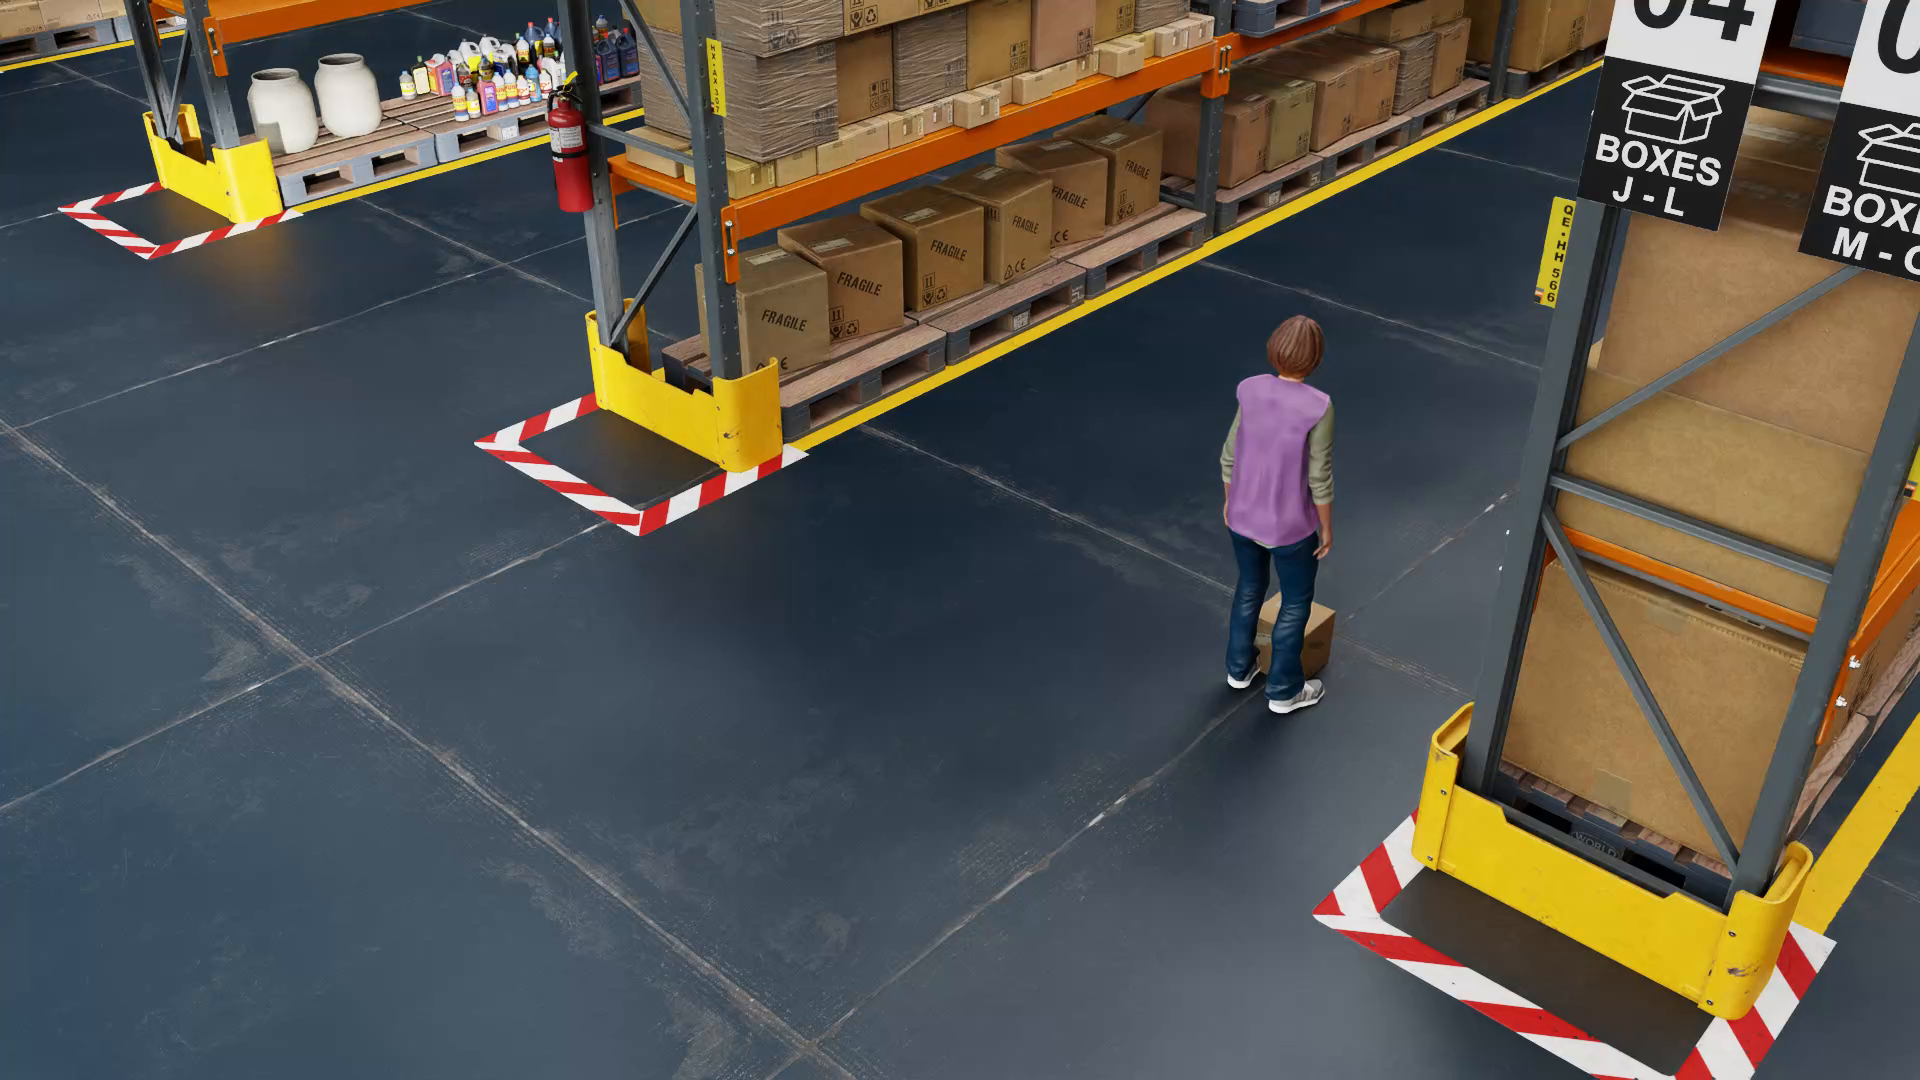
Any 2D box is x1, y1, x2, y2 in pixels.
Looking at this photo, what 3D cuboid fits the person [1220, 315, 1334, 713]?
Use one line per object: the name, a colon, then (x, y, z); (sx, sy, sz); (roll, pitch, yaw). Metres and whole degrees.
person: (1.201, -0.081, 6.279); (0.476, 1.591, 0.377); (23, 39, 32)
